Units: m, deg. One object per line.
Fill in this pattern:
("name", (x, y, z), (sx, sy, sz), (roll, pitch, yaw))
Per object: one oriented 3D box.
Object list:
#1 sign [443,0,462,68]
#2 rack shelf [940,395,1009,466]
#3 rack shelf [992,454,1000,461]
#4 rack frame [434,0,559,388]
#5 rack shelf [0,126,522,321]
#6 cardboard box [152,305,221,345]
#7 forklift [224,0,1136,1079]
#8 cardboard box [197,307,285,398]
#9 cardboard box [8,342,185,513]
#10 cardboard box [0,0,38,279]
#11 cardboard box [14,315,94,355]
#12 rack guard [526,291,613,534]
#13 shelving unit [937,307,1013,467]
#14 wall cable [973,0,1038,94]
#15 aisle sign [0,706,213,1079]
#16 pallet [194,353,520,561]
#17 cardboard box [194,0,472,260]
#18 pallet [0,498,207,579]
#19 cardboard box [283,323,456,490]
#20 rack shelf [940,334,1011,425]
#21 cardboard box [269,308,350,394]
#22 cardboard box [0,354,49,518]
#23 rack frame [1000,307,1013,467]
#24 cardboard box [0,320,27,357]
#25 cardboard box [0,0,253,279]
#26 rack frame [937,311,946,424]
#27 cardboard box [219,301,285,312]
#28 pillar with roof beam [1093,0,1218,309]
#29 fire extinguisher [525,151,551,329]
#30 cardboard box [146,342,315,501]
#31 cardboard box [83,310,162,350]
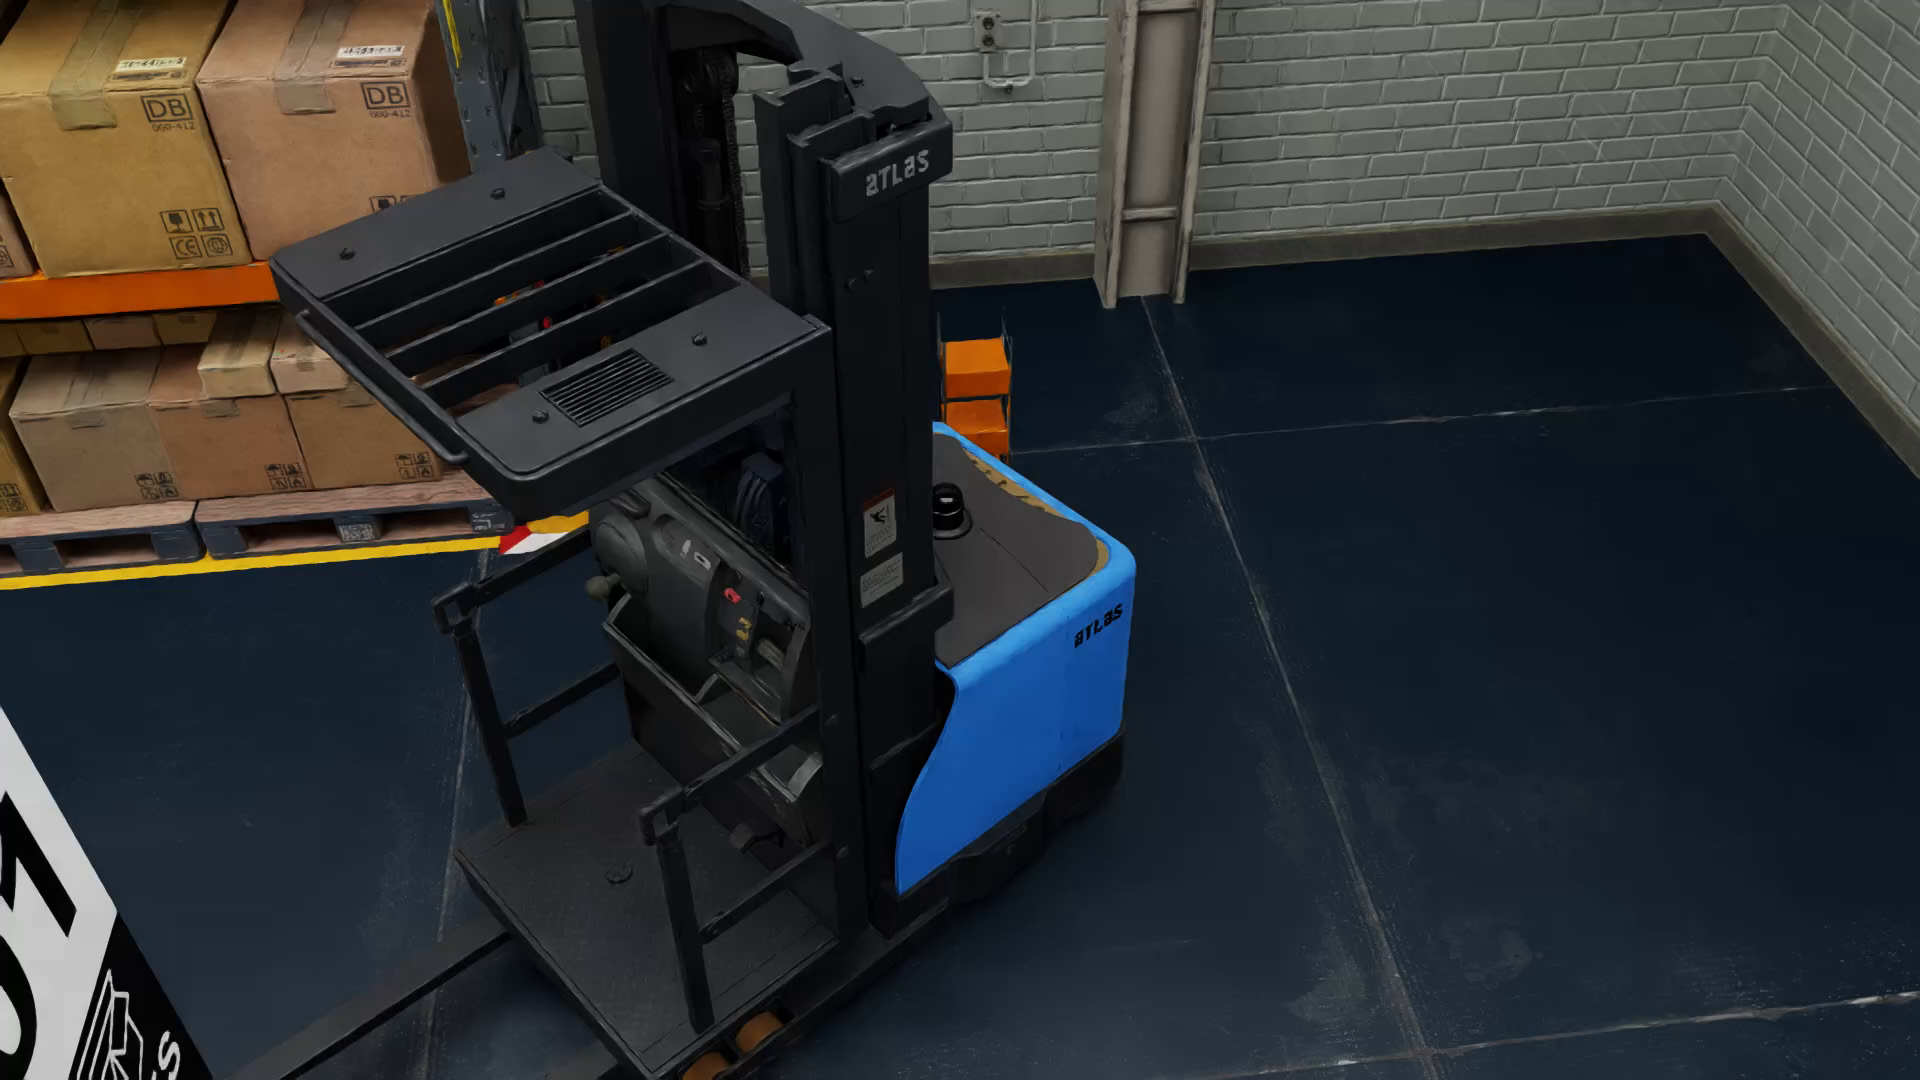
("sign", (-1.639, -1.690, 5.342), (0.005, 0.325, 0.100), (-5, 42, -6))
("rack shelf", (0.053, -0.387, 6.411), (0.240, 0.259, 0.215), (-5, 42, -6))
("rack shelf", (0.053, -0.180, 6.597), (0.240, 0.259, 0.215), (-5, 42, -6))
("rack frame", (-1.696, -1.533, 6.210), (0.127, 3.000, 1.000), (-5, 42, -6))
("rack shelf", (-3.679, -1.093, 6.259), (4.000, 0.370, 1.077), (-5, 42, -6))
("cardboard box", (-3.030, -0.953, 6.635), (0.250, 0.149, 0.380), (-5, 42, -5))
("forklift", (-0.865, 0.184, 4.357), (3.031, 2.935, 1.130), (-32, 51, -30))
("cardboard box", (-2.734, -0.720, 6.377), (0.250, 0.149, 0.380), (-4, 42, -4))
("cardboard box", (-3.372, -0.546, 6.669), (0.500, 0.500, 0.700), (-6, 42, -7))
("cardboard box", (-3.678, -1.463, 5.909), (0.700, 0.700, 0.980), (-7, 43, -8))
("cardboard box", (-3.536, -0.907, 6.585), (0.250, 0.149, 0.380), (-5, 42, -5))
("rack guard", (-1.672, -0.607, 7.050), (0.348, 0.500, 1.175), (-5, 42, -6))
("shelving unit", (0.053, -0.394, 6.404), (0.252, 1.050, 0.215), (-5, 42, -6))
("wall cable", (-0.549, -2.650, 6.690), (1.851, 1.984, 0.084), (-5, 42, -6))
("aisle sign", (-1.021, 0.590, 1.916), (0.004, 0.787, 0.394), (-5, 42, -6))
("pallet", (-2.479, -0.376, 7.010), (1.213, 0.211, 1.003), (-5, 42, -6))
("cardboard box", (-2.200, -1.594, 6.054), (0.700, 0.700, 0.980), (-3, 42, -4))
("pallet", (-3.686, -0.273, 6.895), (1.213, 0.211, 1.003), (-5, 42, -6))
("cardboard box", (-2.377, -0.634, 6.766), (0.500, 0.500, 0.700), (-5, 42, -6))
("rack shelf", (0.053, -0.597, 6.221), (0.240, 0.259, 0.215), (-5, 42, -6))
("cardboard box", (-2.481, -0.743, 6.402), (0.250, 0.149, 0.380), (-5, 42, -6))
("cardboard box", (-3.900, -0.495, 6.612), (0.500, 0.500, 0.700), (-4, 42, -5))
("rack frame", (0.174, -0.405, 6.415), (0.008, 1.050, 0.200), (-5, 42, -6))
("cardboard box", (-3.787, -0.886, 6.561), (0.250, 0.149, 0.380), (-6, 42, -6))
("cardboard box", (-2.920, -1.523, 5.975), (0.700, 0.700, 0.980), (-5, 42, -6))
("rack frame", (-0.068, -0.384, 6.392), (0.008, 1.050, 0.200), (-5, 42, -6))
("cardboard box", (-2.781, -0.974, 6.659), (0.250, 0.149, 0.380), (-5, 42, -5))
("pillar with roof beam", (1.427, -1.711, 1.928), (0.400, 9.000, 9.100), (-5, 42, -6))
("fire extinguisher", (-1.487, -1.073, 6.036), (0.183, 0.674, 0.296), (-5, 42, -6))
("cardboard box", (-2.873, -0.590, 6.718), (0.500, 0.500, 0.700), (-5, 42, -6))
("cardboard box", (-3.282, -0.930, 6.610), (0.250, 0.149, 0.380), (-4, 42, -5))
